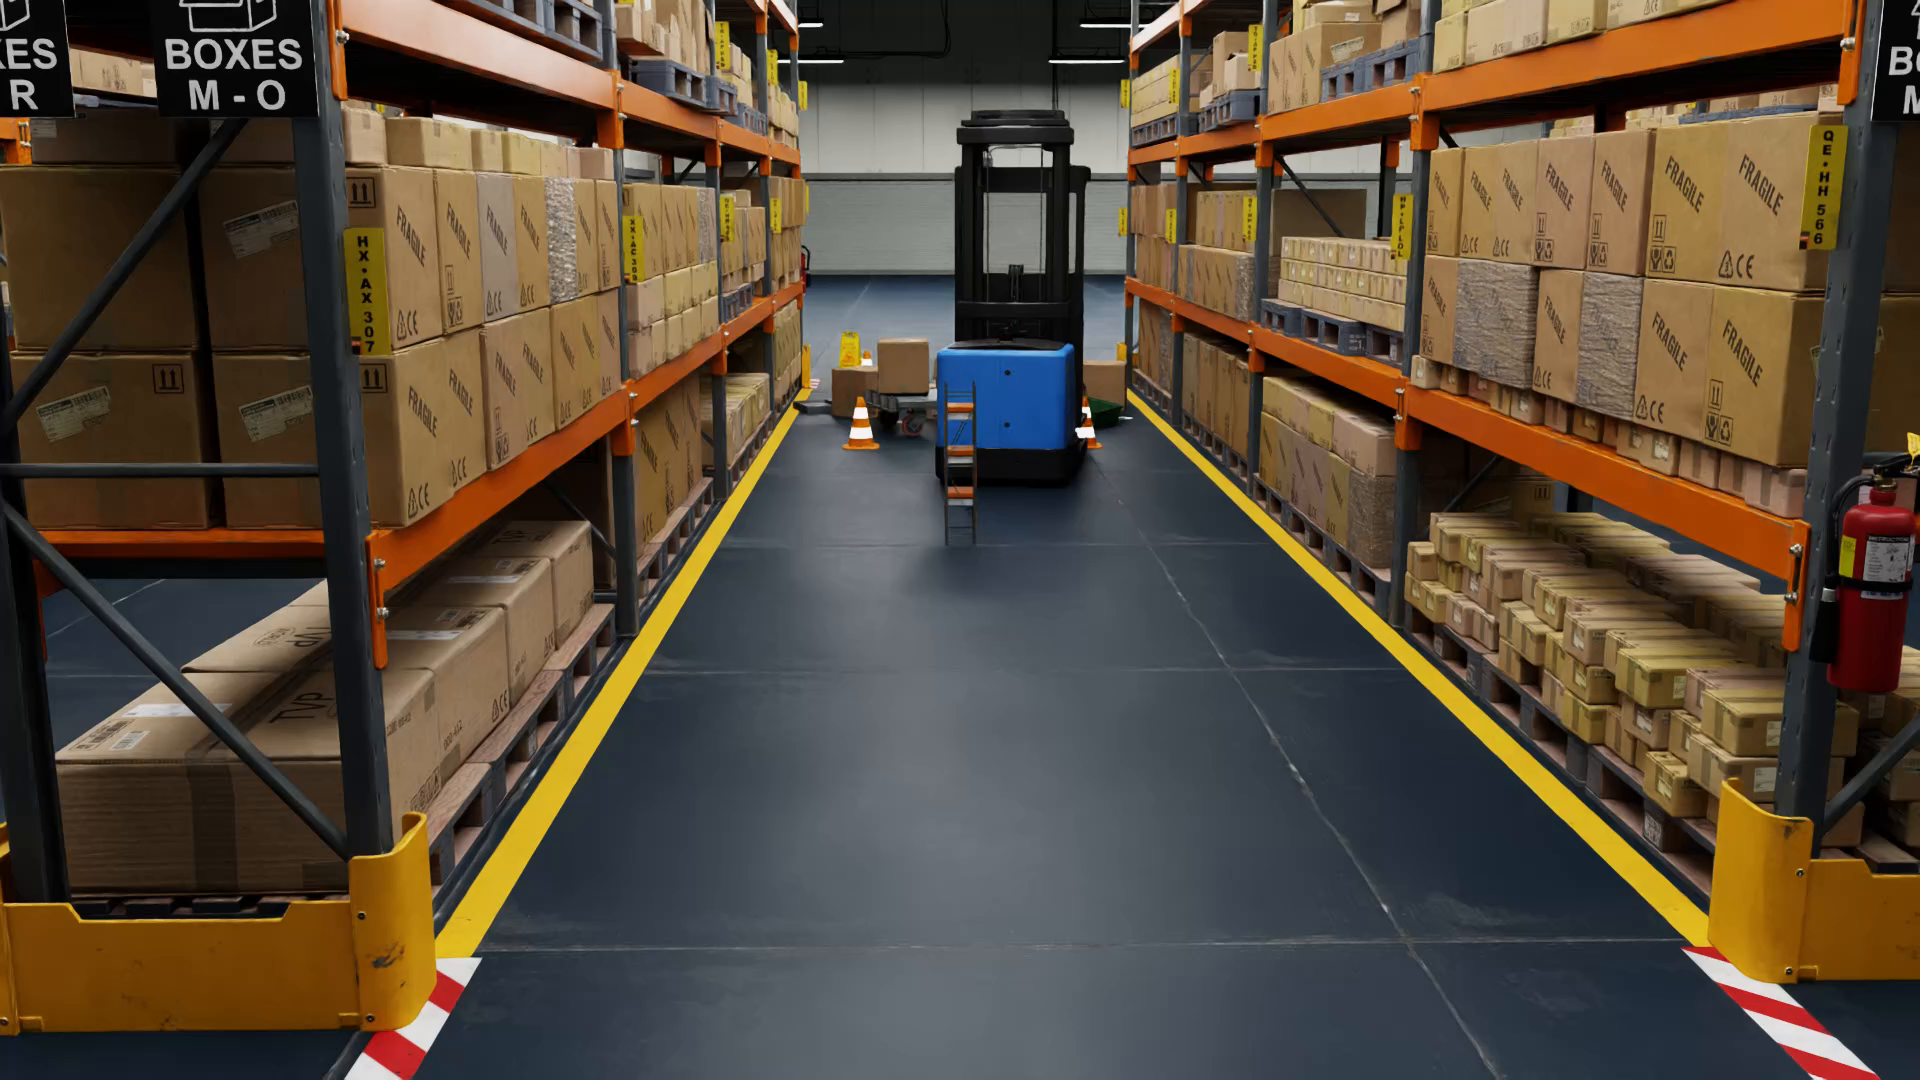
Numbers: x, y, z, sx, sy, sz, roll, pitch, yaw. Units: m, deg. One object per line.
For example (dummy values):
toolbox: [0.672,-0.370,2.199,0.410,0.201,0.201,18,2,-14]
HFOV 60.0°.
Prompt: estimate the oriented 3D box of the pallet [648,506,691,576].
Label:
pallet: [-2.287,-0.001,10.532,1.003,0.211,1.213,0,11,-1]

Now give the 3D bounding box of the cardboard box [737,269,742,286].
cardboard box: [-2.056,-2.236,14.111,0.380,0.149,0.250,0,11,1]

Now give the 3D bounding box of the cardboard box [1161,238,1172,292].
cardboard box: [2.560,-2.858,17.224,0.875,0.550,0.550,0,11,-1]

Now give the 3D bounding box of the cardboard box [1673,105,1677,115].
cardboard box: [7.365,-4.311,16.594,0.380,0.149,0.250,0,11,-1]

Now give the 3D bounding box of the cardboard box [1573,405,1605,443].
cardboard box: [2.612,-0.466,6.444,0.380,0.149,0.250,0,11,0]

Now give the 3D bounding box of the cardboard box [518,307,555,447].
cardboard box: [-1.866,-0.623,6.333,0.500,0.500,0.500,0,11,1]

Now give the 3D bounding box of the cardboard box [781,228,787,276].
cardboard box: [-2.095,-3.044,17.521,0.500,0.500,0.500,0,11,-2]

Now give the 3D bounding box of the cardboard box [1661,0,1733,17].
cardboard box: [2.570,-1.804,5.238,0.500,0.250,0.500,0,11,-1]

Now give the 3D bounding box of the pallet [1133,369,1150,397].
pallet: [2.626,-1.872,19.754,1.003,0.211,1.213,0,11,-1]

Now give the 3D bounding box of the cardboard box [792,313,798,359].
cardboard box: [-2.124,-2.320,18.926,0.500,0.500,0.500,0,11,1]

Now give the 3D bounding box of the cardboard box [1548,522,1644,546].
cardboard box: [3.092,0.008,8.091,0.380,0.149,0.250,0,11,0]

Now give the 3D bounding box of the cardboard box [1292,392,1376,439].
cardboard box: [2.477,-0.818,10.890,0.500,0.250,0.500,0,11,-1]

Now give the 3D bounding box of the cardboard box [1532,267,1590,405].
cardboard box: [2.570,-0.802,6.467,0.500,0.500,0.500,0,11,2]

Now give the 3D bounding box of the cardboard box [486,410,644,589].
cardboard box: [-2.261,-0.259,9.077,0.875,0.875,0.875,0,11,1]

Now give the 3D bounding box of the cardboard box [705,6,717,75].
cardboard box: [-2.092,-3.418,11.504,0.797,0.503,0.637,-1,12,-5]

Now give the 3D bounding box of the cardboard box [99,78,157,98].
cardboard box: [-6.953,-3.771,13.884,0.380,0.149,0.250,0,11,-2]

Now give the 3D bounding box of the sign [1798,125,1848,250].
sign: [2.306,-0.940,4.444,0.100,0.325,0.005,0,11,-1]

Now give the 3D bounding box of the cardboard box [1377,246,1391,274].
cardboard box: [2.566,-1.570,9.331,0.380,0.149,0.250,-1,11,-3]

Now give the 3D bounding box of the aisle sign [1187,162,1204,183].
aisle sign: [2.830,-4.686,20.076,0.394,0.787,0.004,0,11,-1]

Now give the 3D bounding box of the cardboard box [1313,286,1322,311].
cardboard box: [2.530,-1.586,10.909,0.380,0.149,0.250,0,11,1]

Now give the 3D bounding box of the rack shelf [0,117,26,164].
rack shelf: [-7.172,-2.465,9.931,1.077,0.370,4.000,0,11,-1]

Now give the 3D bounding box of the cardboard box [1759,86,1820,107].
cardboard box: [7.506,-4.047,14.605,0.797,0.503,0.637,0,11,1]

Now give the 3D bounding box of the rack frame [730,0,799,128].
rack frame: [-2.416,-6.297,19.463,1.000,3.000,0.127,0,11,-1]

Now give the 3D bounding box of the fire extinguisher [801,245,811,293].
fire extinguisher: [-1.957,-3.343,20.189,0.296,0.674,0.183,0,11,-1]

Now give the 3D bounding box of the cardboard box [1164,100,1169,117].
cardboard box: [2.274,-4.376,16.865,0.380,0.149,0.250,0,11,0]

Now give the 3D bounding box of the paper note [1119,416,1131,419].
paper note: [1.695,-1.277,17.275,0.147,0.020,0.142,-10,15,-40]

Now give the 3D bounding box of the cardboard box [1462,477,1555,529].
cardboard box: [3.029,-0.140,9.437,0.500,0.500,0.500,0,11,1]

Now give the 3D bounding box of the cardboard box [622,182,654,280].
cardboard box: [-1.889,-1.599,8.629,0.500,0.500,0.500,0,11,0]

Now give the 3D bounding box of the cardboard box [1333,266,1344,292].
cardboard box: [2.543,-1.629,10.370,0.380,0.149,0.250,0,11,1]

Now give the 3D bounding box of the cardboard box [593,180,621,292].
cardboard box: [-1.882,-1.418,7.736,0.500,0.500,0.500,0,11,-2]

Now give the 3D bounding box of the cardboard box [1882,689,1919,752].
cardboard box: [3.191,0.578,5.285,0.380,0.149,0.250,-1,11,-4]

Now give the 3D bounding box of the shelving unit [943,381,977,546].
shelving unit: [0.001,-0.504,10.902,0.215,1.050,0.252,0,11,-1]

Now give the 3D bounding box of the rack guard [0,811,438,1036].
rack guard: [-2.085,1.054,4.607,1.175,0.500,0.348,0,11,-1]

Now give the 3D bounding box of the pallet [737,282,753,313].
pallet: [-2.332,-2.066,14.179,1.003,0.211,1.213,0,11,-1]

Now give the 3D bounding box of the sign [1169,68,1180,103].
sign: [2.059,-4.361,15.969,0.100,0.325,0.005,0,11,-1]

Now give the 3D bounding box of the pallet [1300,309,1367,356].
pallet: [2.778,-1.319,10.501,1.003,0.211,1.213,0,11,-1]

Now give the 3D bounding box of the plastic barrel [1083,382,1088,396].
plastic barrel: [1.057,-1.558,17.676,0.512,0.421,0.421,9,15,38]

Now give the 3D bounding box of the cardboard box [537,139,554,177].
cardboard box: [-1.887,-1.566,6.835,0.380,0.149,0.250,0,11,-2]

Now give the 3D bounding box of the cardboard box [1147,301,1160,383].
cardboard box: [2.631,-2.252,18.903,0.875,0.875,0.875,0,11,-2]

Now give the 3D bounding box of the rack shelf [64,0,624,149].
rack shelf: [-2.126,-1.691,6.115,1.077,0.370,4.000,0,11,-1]

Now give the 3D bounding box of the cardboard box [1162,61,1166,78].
cardboard box: [2.273,-4.816,17.026,0.380,0.149,0.250,0,11,0]

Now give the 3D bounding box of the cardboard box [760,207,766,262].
cardboard box: [-2.094,-2.871,15.611,0.500,0.500,0.500,0,11,-2]

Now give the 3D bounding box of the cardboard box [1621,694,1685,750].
cardboard box: [2.553,0.622,5.814,0.380,0.149,0.250,-1,11,-3]

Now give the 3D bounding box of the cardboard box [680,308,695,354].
cardboard box: [-1.921,-1.290,10.253,0.500,0.250,0.500,0,11,-2]

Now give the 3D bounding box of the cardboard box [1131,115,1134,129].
cardboard box: [2.218,-4.929,19.592,0.380,0.149,0.250,0,11,-1]

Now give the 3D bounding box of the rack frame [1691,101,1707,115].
rack frame: [7.575,-5.542,15.745,1.000,3.000,0.127,0,11,-1]

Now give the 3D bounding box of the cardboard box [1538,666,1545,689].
cardboard box: [2.615,0.563,6.853,0.380,0.149,0.250,0,11,0]

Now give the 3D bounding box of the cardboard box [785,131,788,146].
cardboard box: [-2.052,-4.329,17.938,0.380,0.149,0.250,0,11,-2]

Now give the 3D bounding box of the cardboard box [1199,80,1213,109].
cardboard box: [2.377,-4.140,15.406,0.258,0.266,0.396,0,11,-2]

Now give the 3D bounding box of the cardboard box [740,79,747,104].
cardboard box: [-2.171,-3.948,14.750,0.500,0.250,0.500,0,11,0]

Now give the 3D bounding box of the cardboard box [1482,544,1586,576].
cardboard box: [2.608,0.114,7.569,0.380,0.149,0.250,-1,11,-3]

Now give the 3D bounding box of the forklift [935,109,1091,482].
forklift: [0.534,-2.148,14.274,1.130,2.935,3.031,2,12,8]

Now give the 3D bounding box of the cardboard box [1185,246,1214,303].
cardboard box: [2.367,-2.445,15.314,0.500,0.500,0.500,0,11,-1]

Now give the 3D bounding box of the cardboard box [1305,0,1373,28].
cardboard box: [2.485,-3.466,10.880,0.396,0.266,0.258,0,11,-1]

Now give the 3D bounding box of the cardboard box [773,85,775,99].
cardboard box: [-2.044,-4.467,16.616,0.380,0.149,0.250,-1,11,-3]
